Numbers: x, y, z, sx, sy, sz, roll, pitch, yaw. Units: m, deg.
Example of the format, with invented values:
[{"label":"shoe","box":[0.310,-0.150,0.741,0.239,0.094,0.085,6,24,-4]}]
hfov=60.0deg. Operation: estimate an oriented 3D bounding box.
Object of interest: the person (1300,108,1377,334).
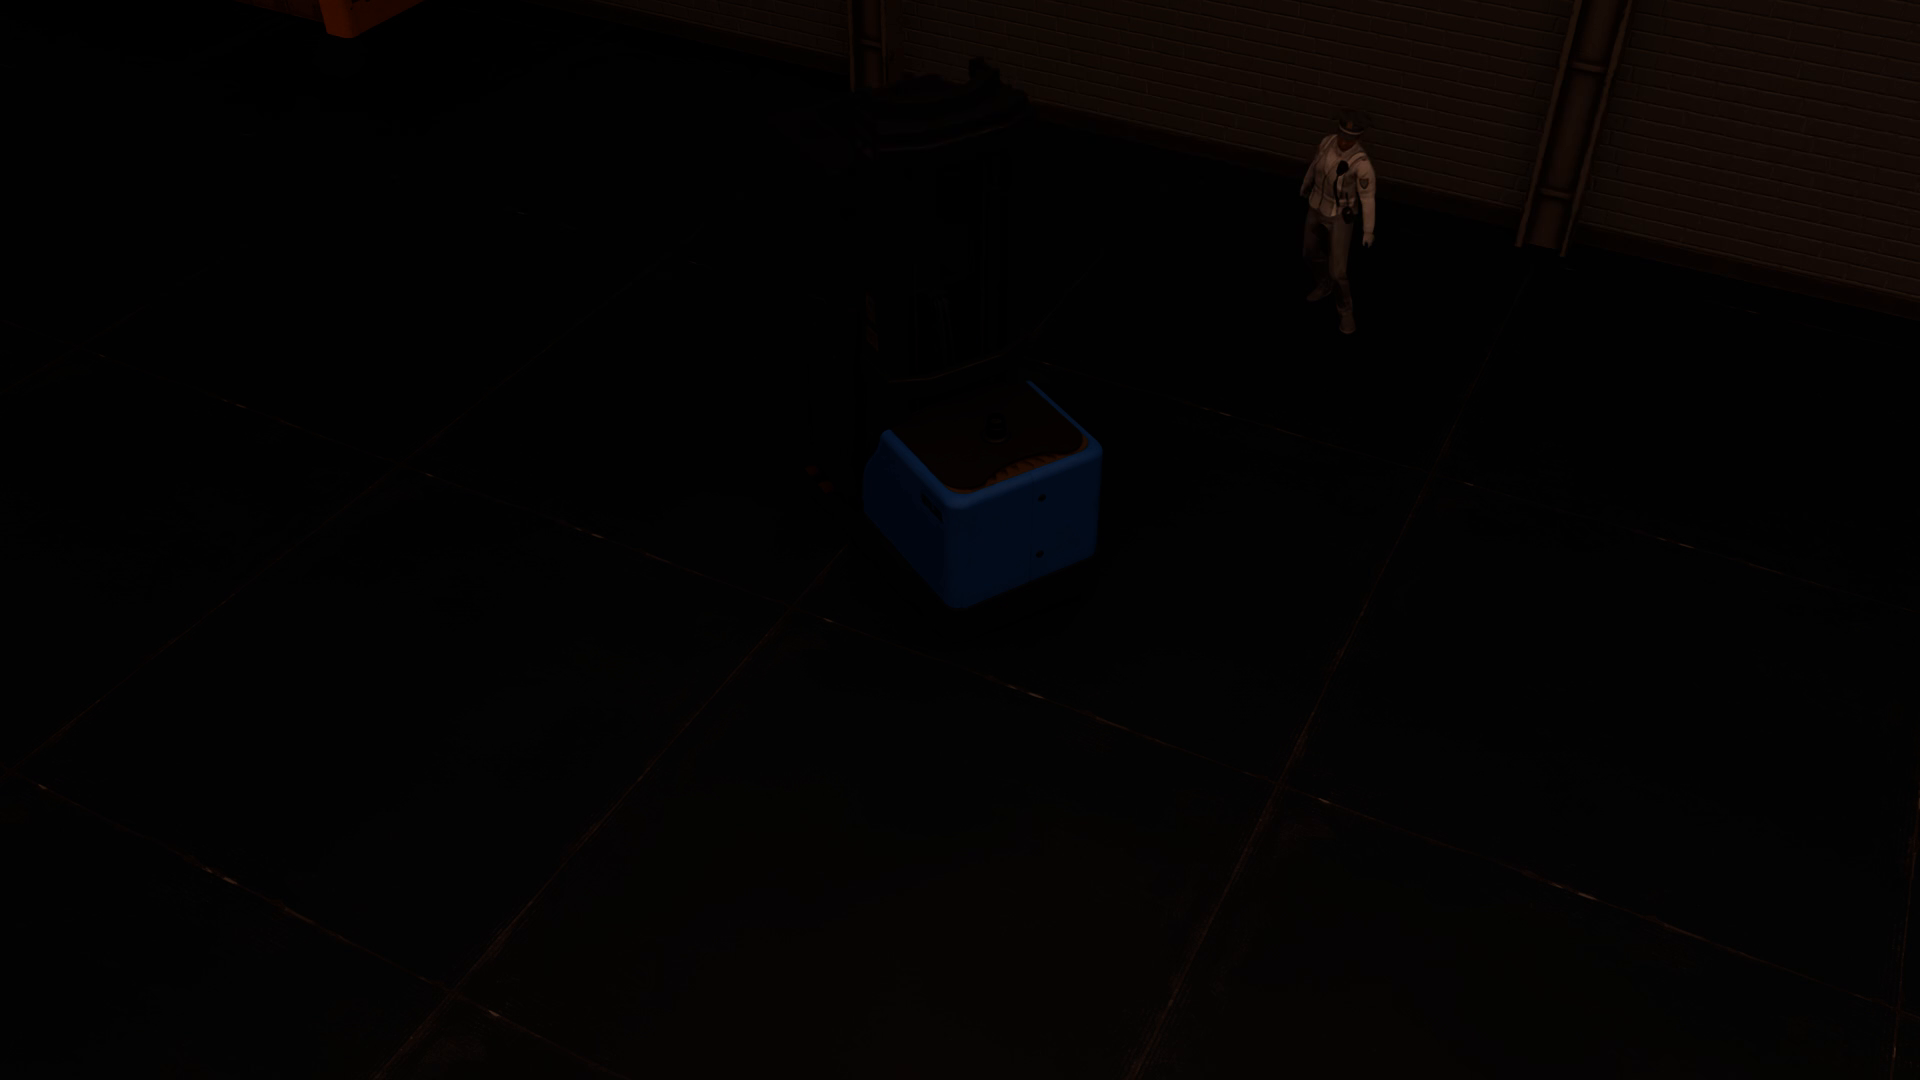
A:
[{"label":"person","box":[2.684,-2.325,11.818,0.441,1.650,0.812,-21,44,-23]}]

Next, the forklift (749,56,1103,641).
[{"label":"forklift","box":[-0.379,-1.472,9.734,1.130,2.935,3.031,-21,45,-23]}]
